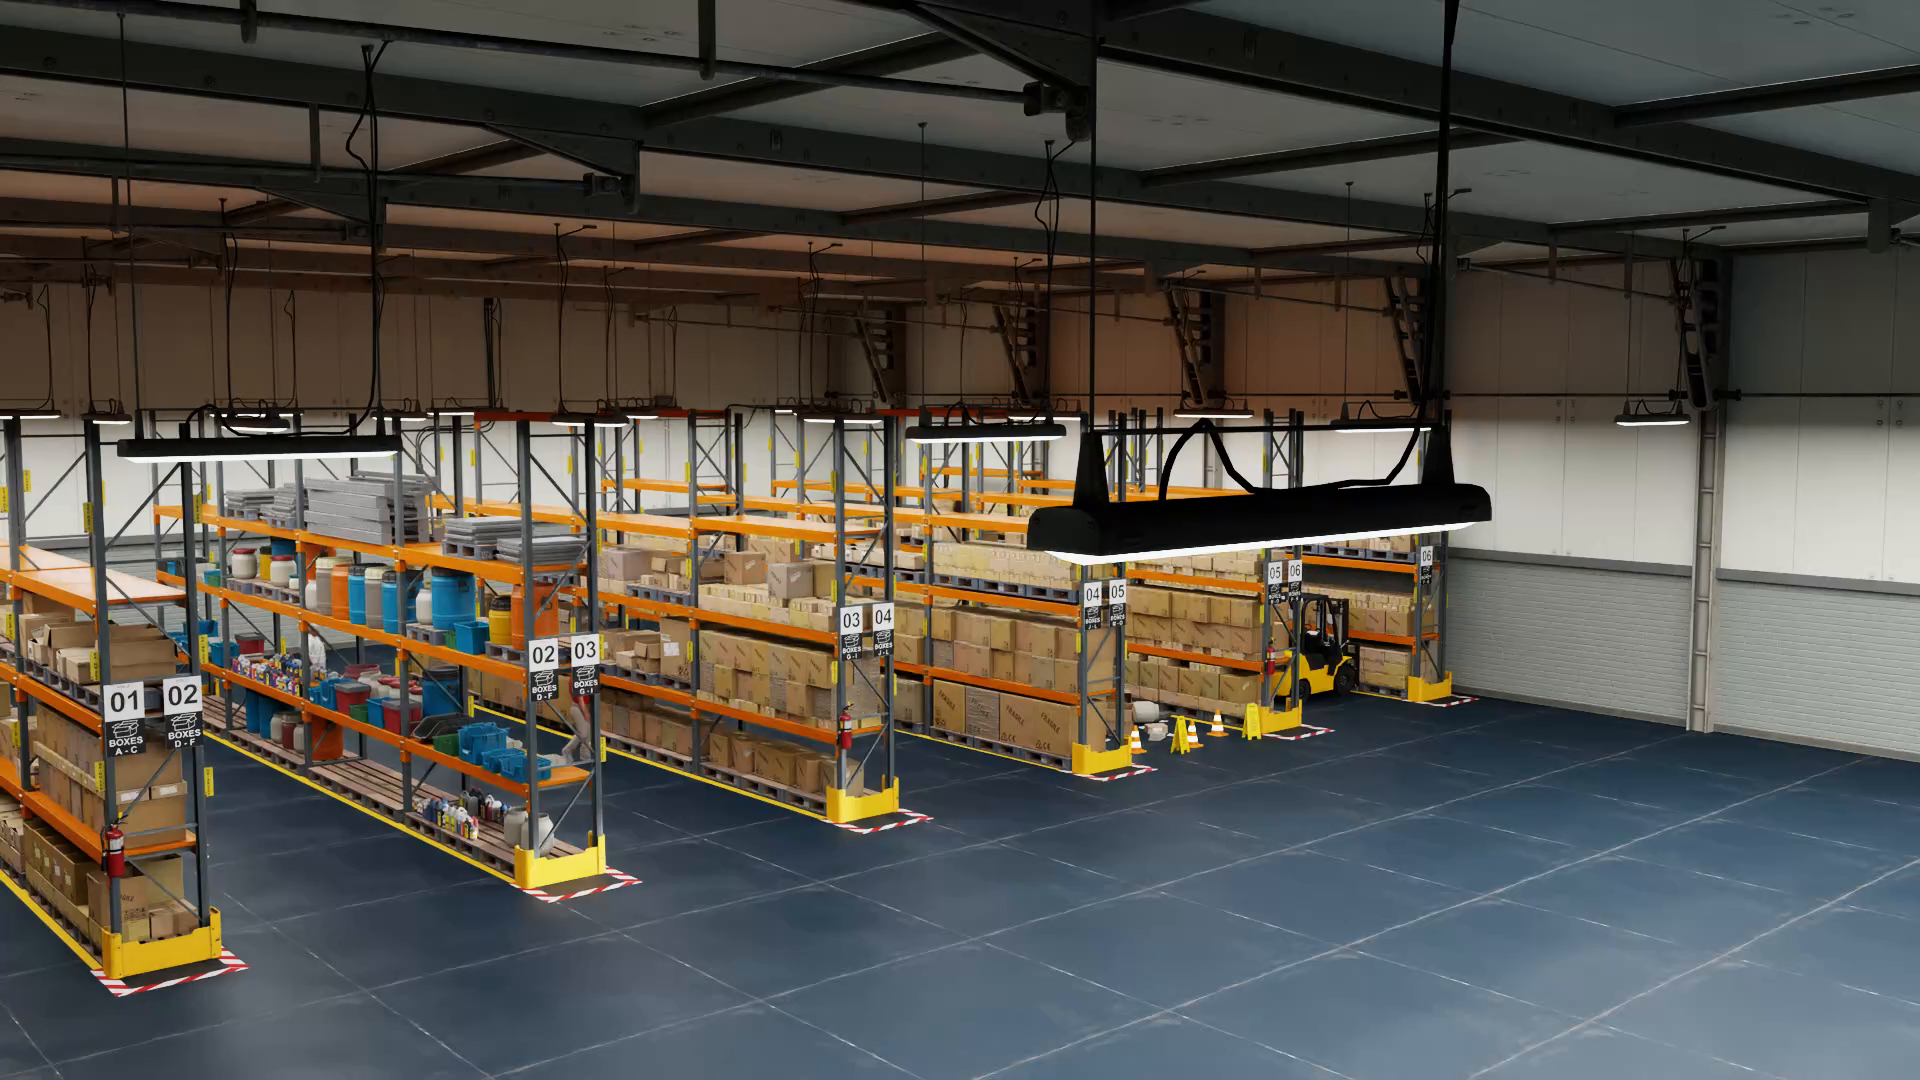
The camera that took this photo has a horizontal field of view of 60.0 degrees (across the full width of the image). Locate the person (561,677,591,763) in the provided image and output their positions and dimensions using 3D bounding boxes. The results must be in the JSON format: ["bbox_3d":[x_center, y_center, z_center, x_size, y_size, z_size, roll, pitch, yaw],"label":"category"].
[{"bbox_3d":[-6.574,2.976,28.702,0.612,1.738,0.587,-1,5,-9],"label":"person"}]

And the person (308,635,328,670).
[{"bbox_3d":[-13.267,2.608,34.209,0.461,1.340,0.747,-4,6,-36],"label":"person"}]
